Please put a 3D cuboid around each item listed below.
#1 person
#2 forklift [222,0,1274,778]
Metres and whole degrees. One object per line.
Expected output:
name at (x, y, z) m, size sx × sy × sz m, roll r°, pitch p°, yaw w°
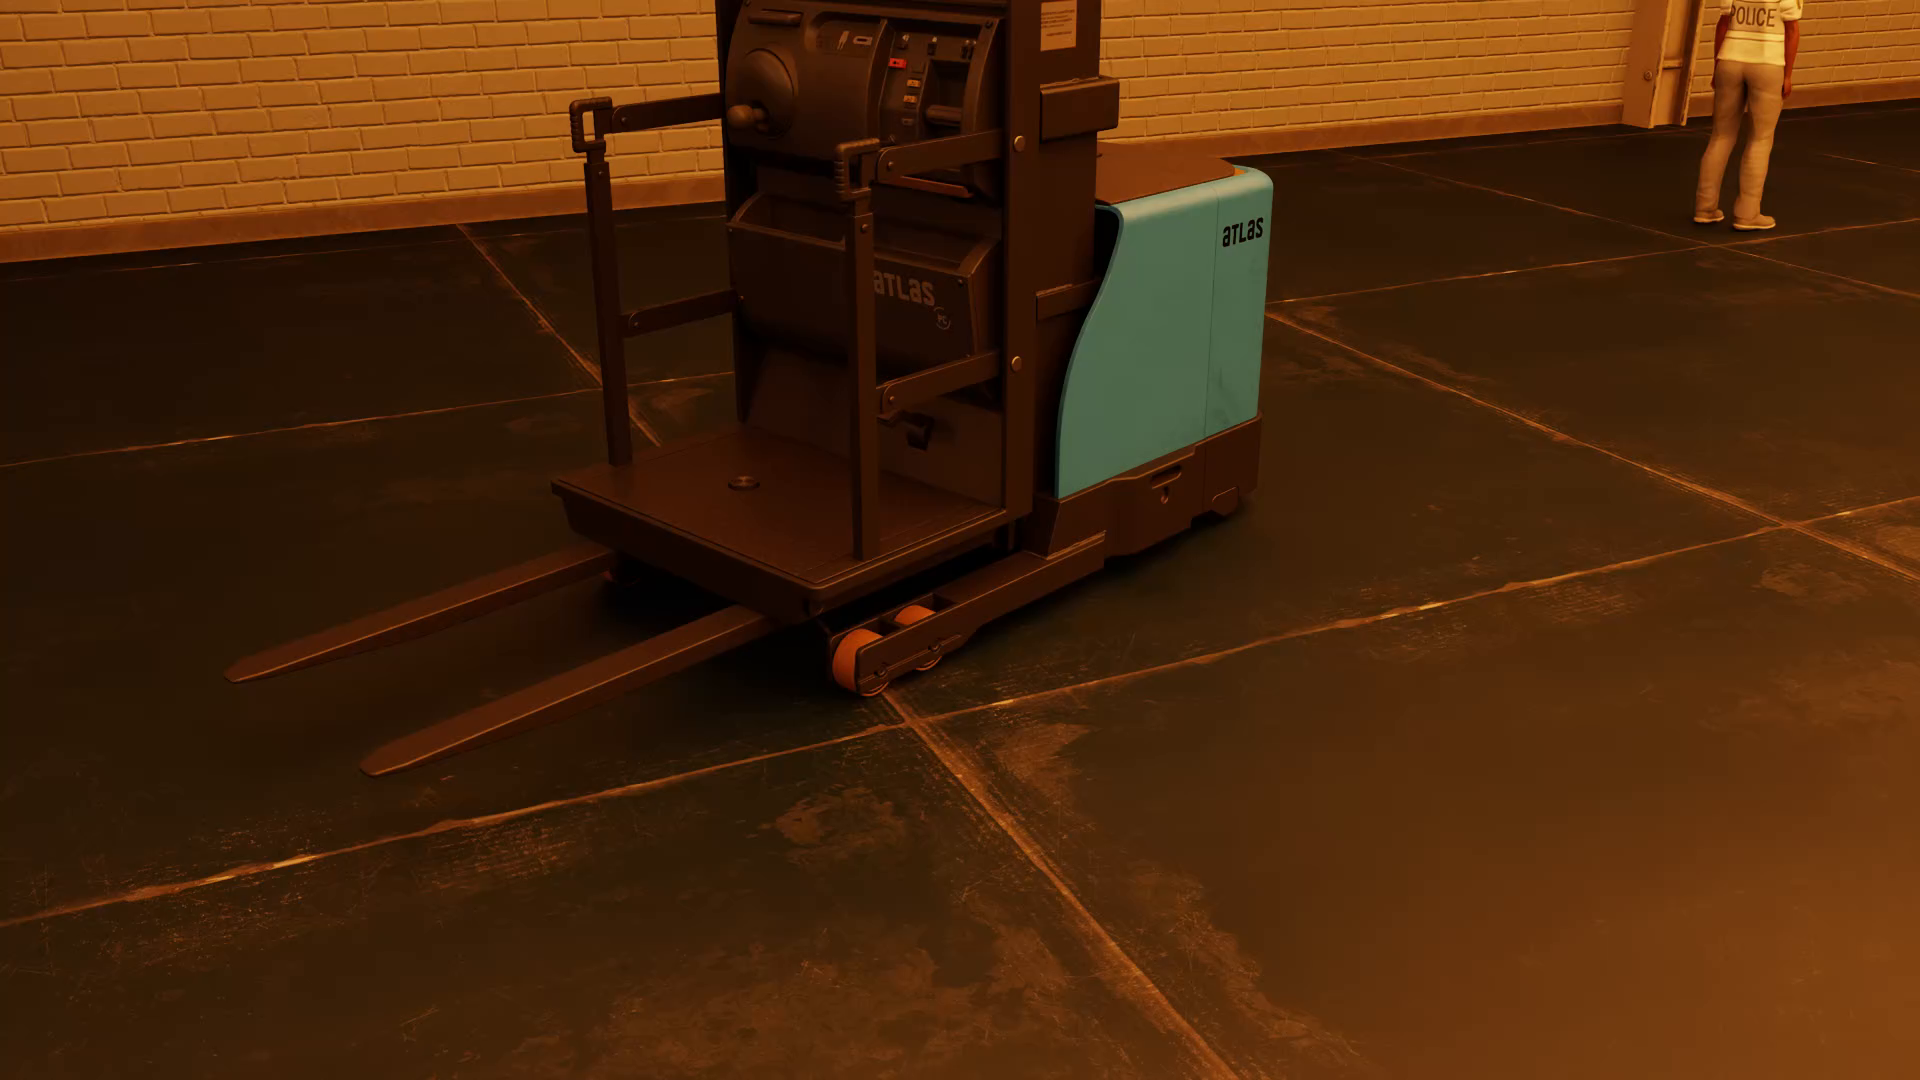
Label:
person at (4.332, -2.557, 9.070) m, size 0.337 × 1.686 × 0.444 m, roll -18°, pitch 29°, yaw -37°
forklift at (-0.413, -1.182, 4.131) m, size 1.130 × 2.935 × 3.031 m, roll 19°, pitch 29°, yaw 39°
